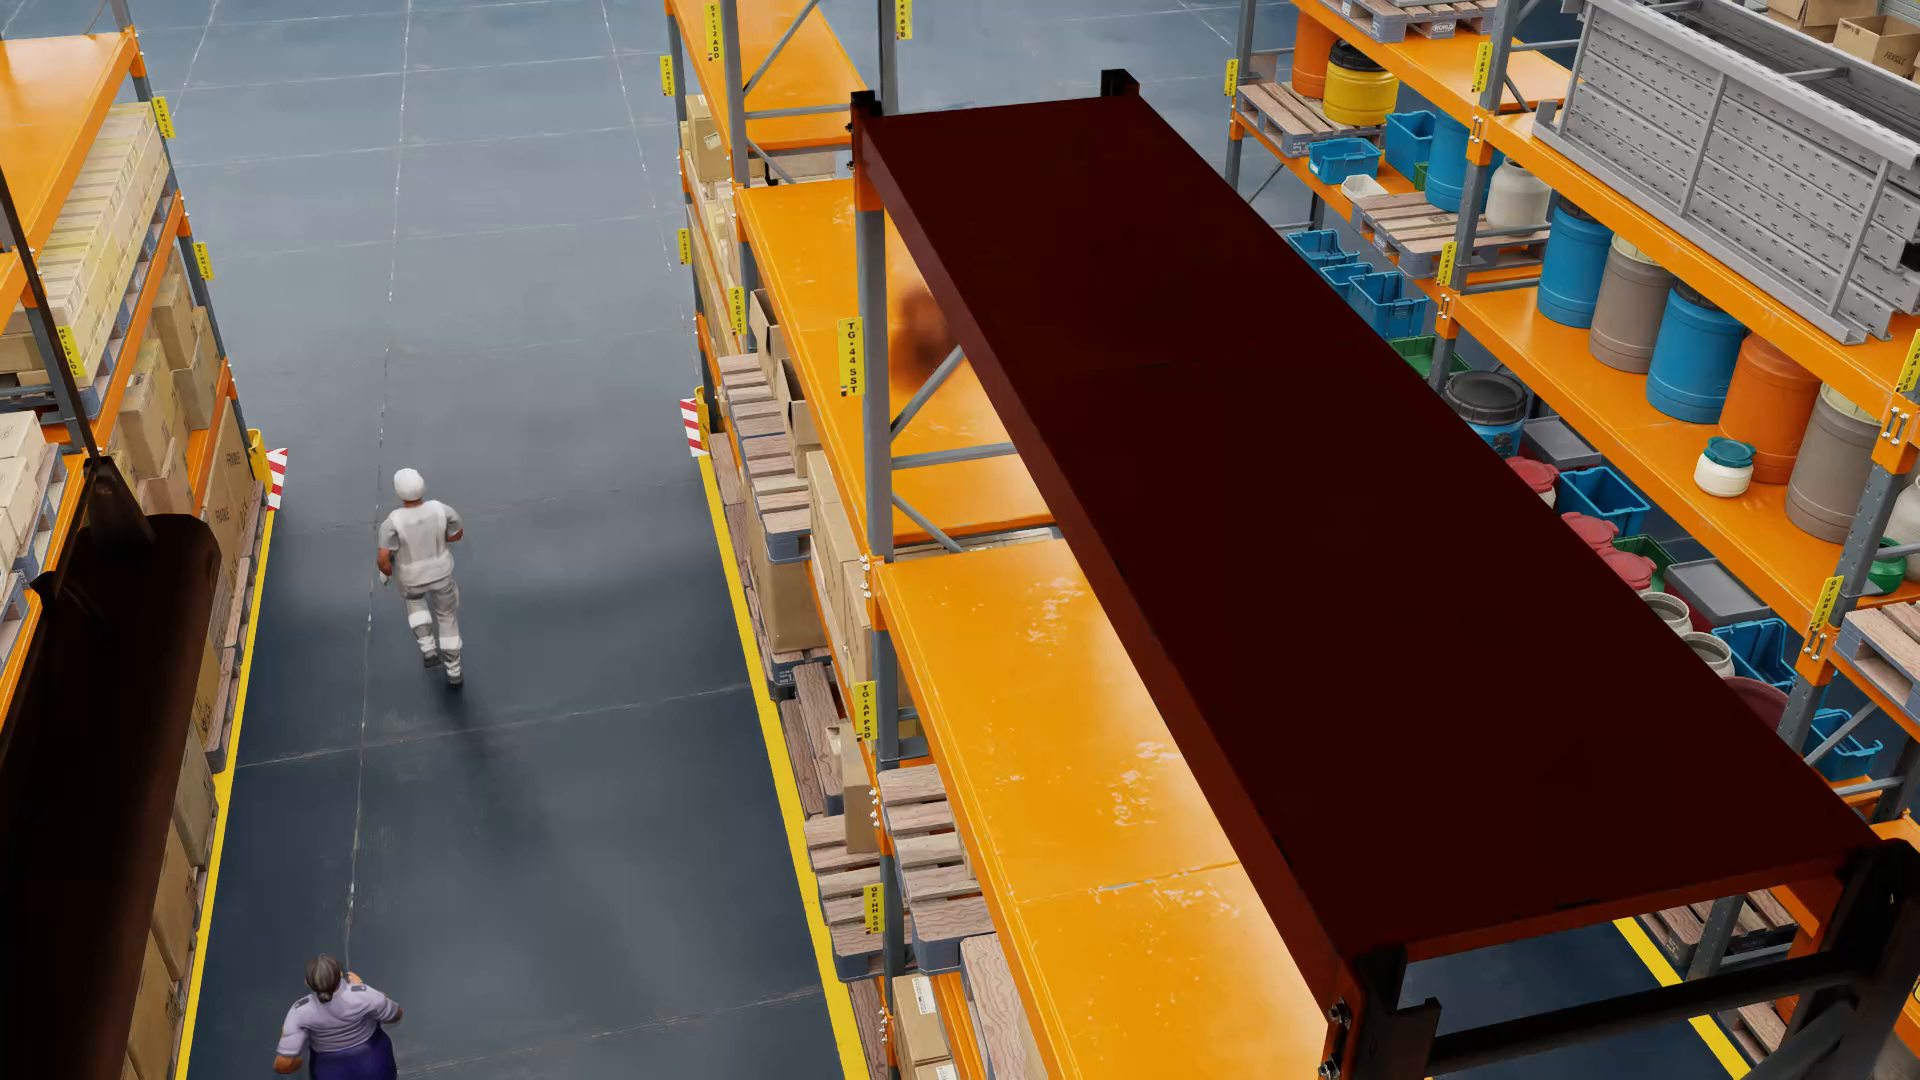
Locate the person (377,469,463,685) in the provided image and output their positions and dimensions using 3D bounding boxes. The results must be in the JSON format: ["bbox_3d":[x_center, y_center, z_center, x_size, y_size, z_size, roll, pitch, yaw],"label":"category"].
[{"bbox_3d":[-3.930,0.217,12.189,0.640,1.750,0.661,-15,37,-20],"label":"person"}]

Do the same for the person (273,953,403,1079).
[{"bbox_3d":[-3.153,2.727,8.631,0.607,1.632,0.941,-9,35,-13],"label":"person"}]
